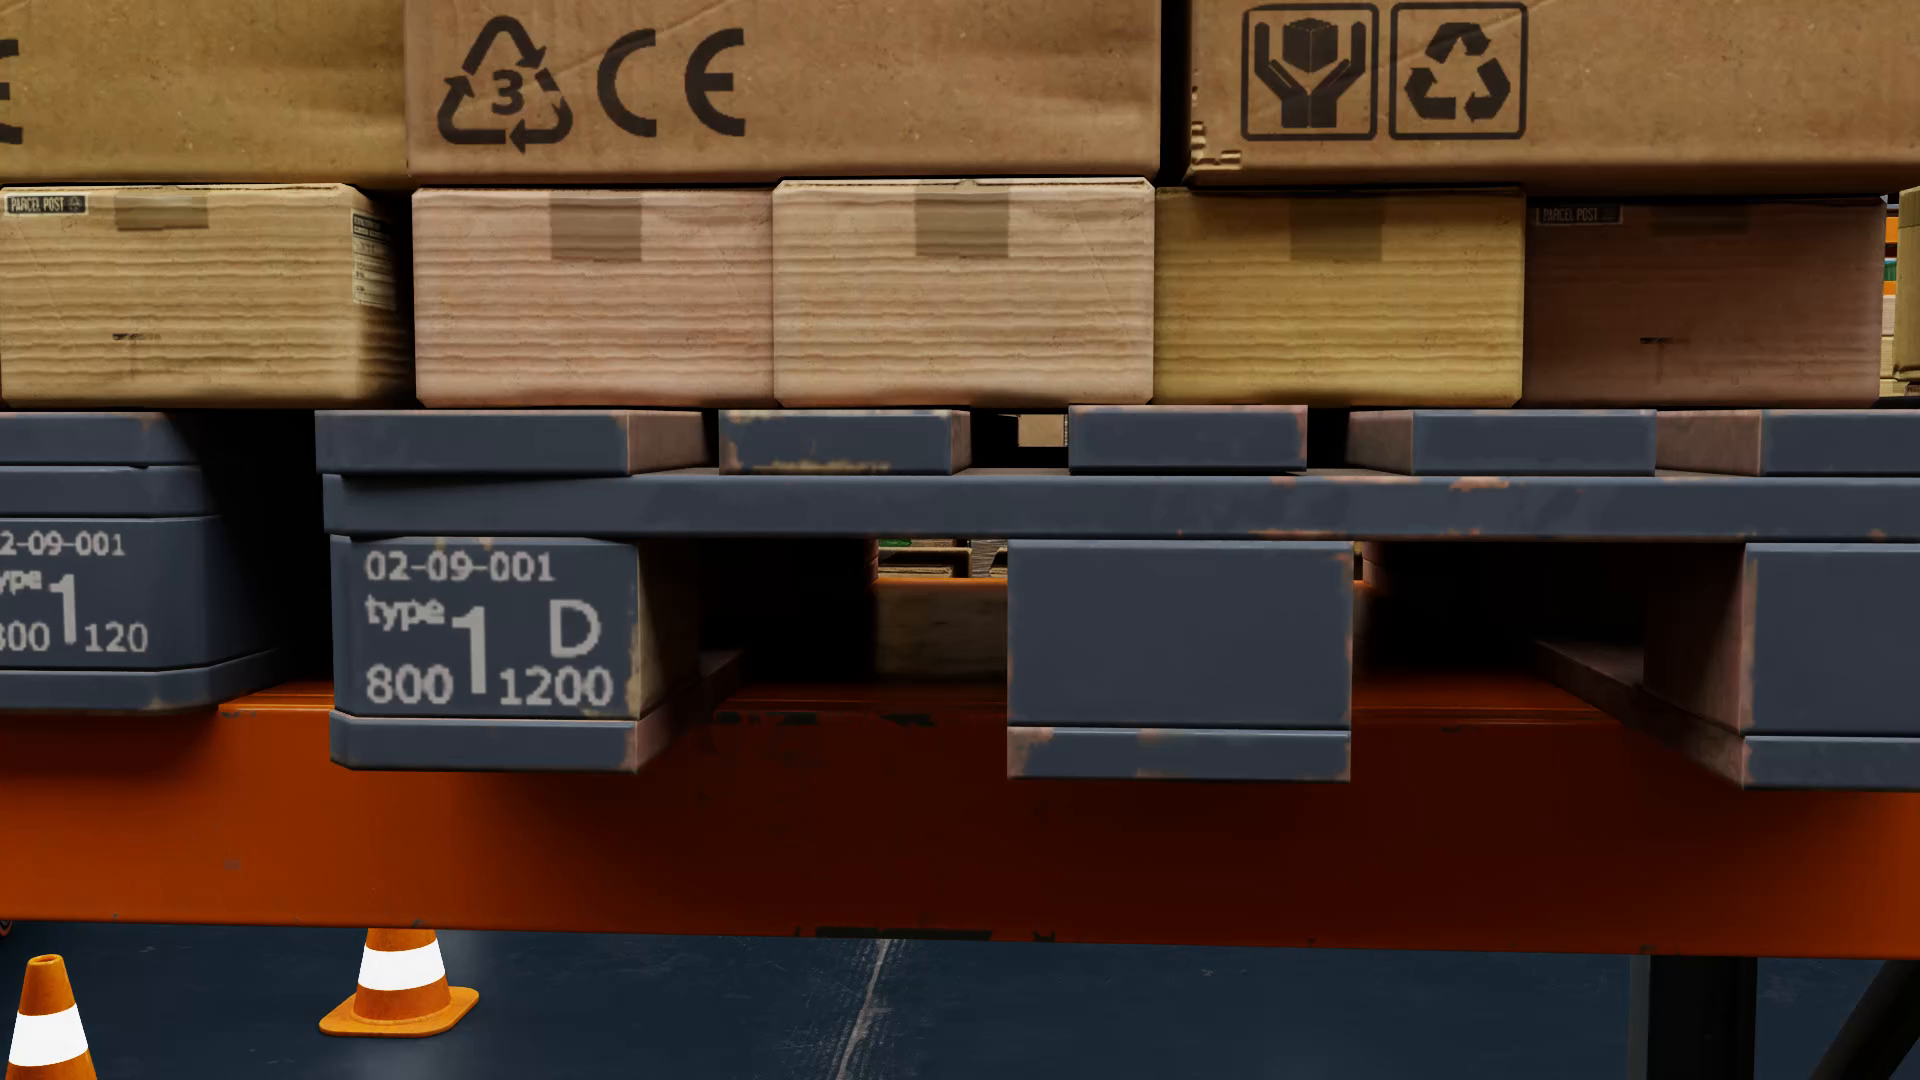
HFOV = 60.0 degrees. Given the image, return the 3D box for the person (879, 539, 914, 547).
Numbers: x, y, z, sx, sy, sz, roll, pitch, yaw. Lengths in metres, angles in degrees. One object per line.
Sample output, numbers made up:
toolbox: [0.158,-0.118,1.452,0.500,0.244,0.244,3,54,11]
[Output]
person: [-0.479,-0.113,10.200,0.534,1.794,0.556,-1,4,-17]
